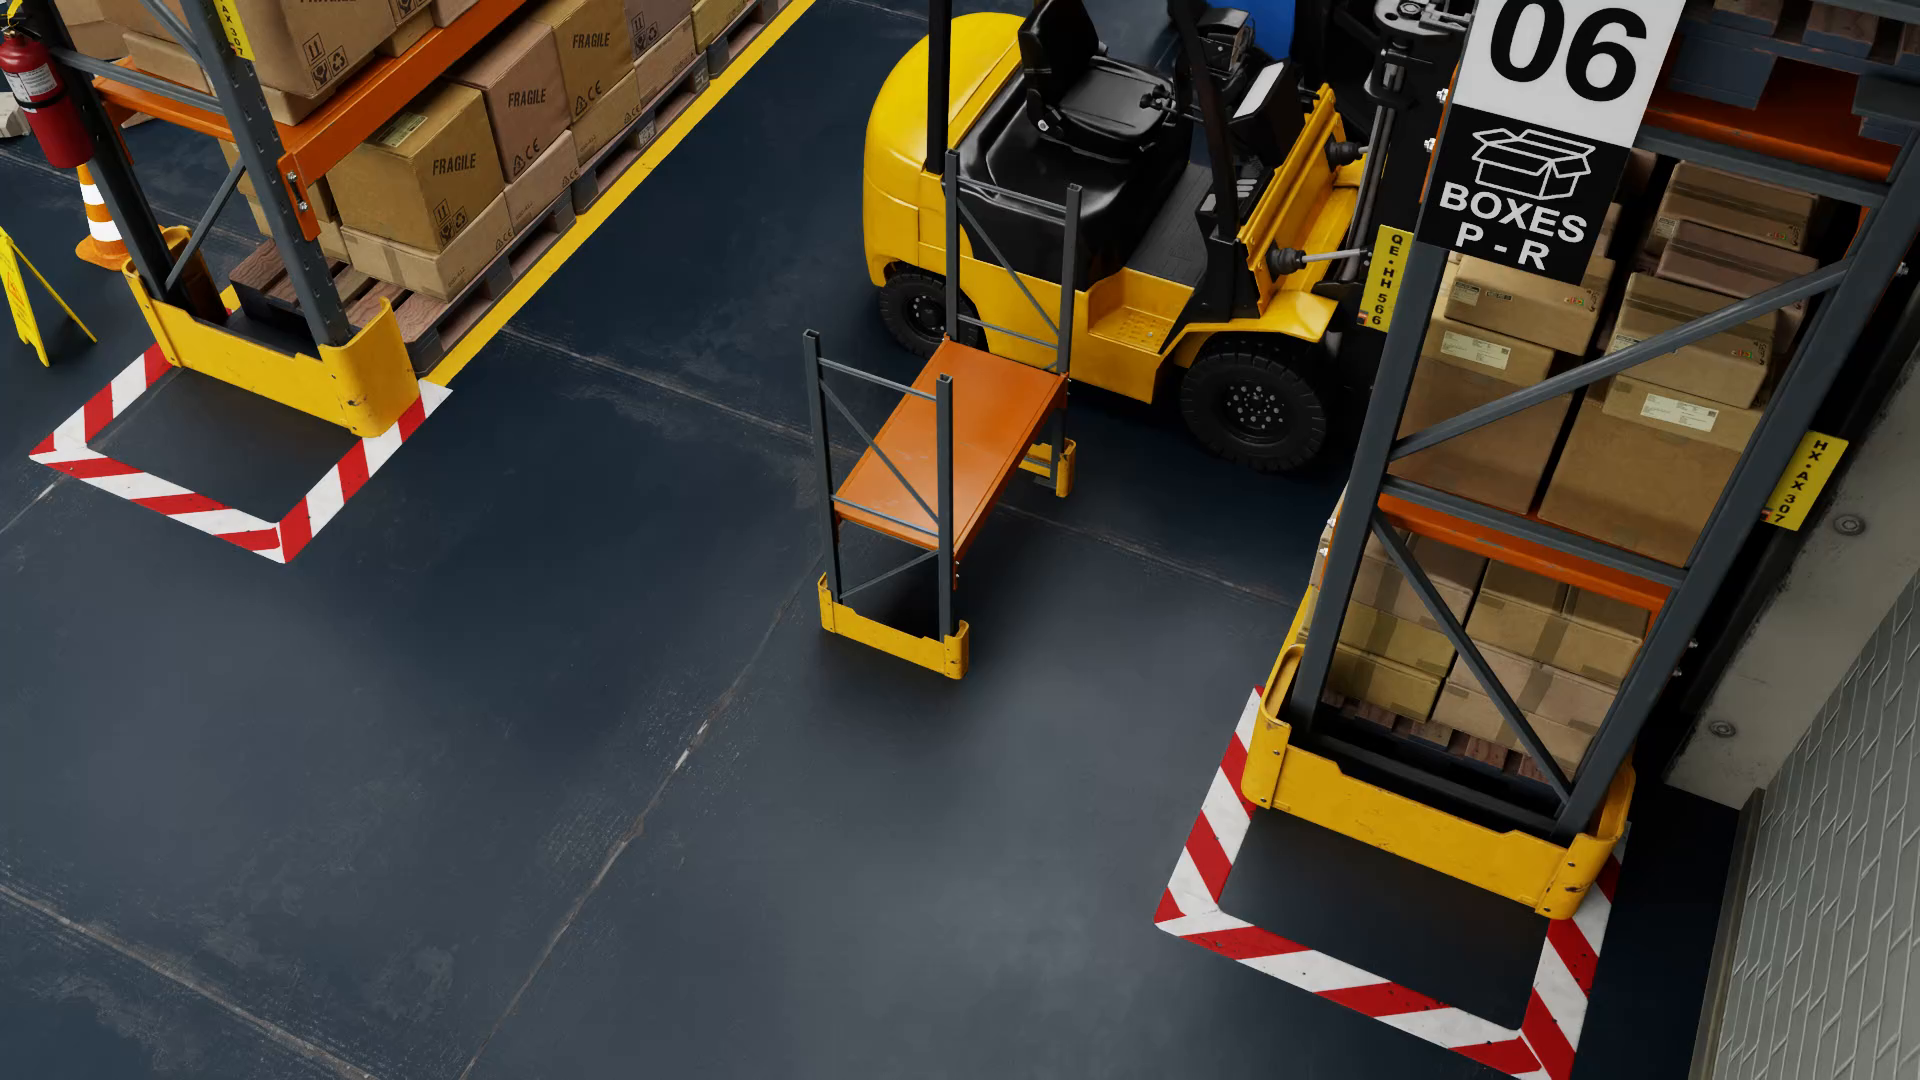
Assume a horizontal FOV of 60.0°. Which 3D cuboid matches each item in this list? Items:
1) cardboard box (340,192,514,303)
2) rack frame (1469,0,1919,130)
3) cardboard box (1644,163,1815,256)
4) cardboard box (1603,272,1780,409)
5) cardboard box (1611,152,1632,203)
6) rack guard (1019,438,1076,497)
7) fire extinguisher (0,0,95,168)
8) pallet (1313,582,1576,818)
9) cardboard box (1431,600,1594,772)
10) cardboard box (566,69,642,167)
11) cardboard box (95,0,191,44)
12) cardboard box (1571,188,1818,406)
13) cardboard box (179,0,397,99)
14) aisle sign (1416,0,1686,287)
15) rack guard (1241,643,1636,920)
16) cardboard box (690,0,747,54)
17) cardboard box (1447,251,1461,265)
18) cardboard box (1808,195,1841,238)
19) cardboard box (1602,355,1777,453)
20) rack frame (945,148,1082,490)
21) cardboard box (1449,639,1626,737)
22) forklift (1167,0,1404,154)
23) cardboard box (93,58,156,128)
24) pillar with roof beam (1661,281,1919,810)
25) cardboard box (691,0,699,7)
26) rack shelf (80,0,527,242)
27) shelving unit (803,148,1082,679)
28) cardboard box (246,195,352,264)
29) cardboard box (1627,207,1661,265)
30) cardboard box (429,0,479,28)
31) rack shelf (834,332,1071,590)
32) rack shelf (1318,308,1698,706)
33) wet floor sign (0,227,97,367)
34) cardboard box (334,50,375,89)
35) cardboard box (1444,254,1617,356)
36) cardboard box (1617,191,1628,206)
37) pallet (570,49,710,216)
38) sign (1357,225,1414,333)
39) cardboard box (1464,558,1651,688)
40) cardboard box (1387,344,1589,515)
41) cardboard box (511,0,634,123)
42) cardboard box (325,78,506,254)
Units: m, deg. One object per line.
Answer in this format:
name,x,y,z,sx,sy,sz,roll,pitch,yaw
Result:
cardboard box,-2.321,-1.347,7.271,0.500,0.250,0.500,19,52,16
rack frame,1.574,-1.968,2.331,1.000,3.000,0.127,20,52,16
cardboard box,2.153,-0.880,4.658,0.380,0.149,0.250,21,53,17
cardboard box,1.911,-0.524,4.355,0.380,0.149,0.250,19,52,15
cardboard box,1.701,-1.047,4.799,0.380,0.149,0.250,21,53,17
rack guard,0.180,-0.371,6.717,0.587,0.250,0.087,20,52,16
fire extinguisher,-3.381,-1.682,6.078,0.296,0.674,0.183,20,52,16
pallet,1.863,0.340,6.137,1.003,0.211,1.213,20,52,16
cardboard box,1.961,0.457,5.737,0.500,0.250,0.500,20,52,16
cardboard box,-1.874,-2.075,7.891,0.500,0.250,0.500,23,53,18
cardboard box,-2.933,-2.228,6.231,0.500,0.500,0.500,19,52,15
cardboard box,2.239,-0.673,5.102,0.500,0.500,0.500,21,53,17
cardboard box,-2.462,-2.001,6.037,0.500,0.500,0.500,19,52,16
aisle sign,1.281,-0.916,3.668,0.394,0.787,0.004,20,52,16
rack guard,1.564,0.803,5.554,1.175,0.500,0.348,20,52,16
cardboard box,-1.434,-2.771,8.483,0.500,0.250,0.500,19,52,15
cardboard box,1.551,-0.782,4.769,0.380,0.149,0.250,21,53,17
cardboard box,2.456,-1.092,5.033,0.380,0.149,0.250,20,53,16
cardboard box,1.954,-0.415,4.457,0.380,0.149,0.250,19,52,15
rack frame,0.181,-0.777,6.242,0.500,1.500,0.032,20,52,16
cardboard box,1.963,0.313,5.531,0.500,0.250,0.500,21,53,17
forklift,2.255,-2.931,7.135,1.130,2.935,3.031,-23,53,-18
cardboard box,-4.182,-2.272,8.400,0.250,0.149,0.380,-28,55,-22
pillar with roof beam,-1.206,-3.555,3.681,9.100,9.000,0.400,20,52,16
cardboard box,-1.432,-3.033,8.214,0.500,0.500,0.500,21,53,17
rack shelf,-2.061,-2.780,7.434,1.077,0.370,4.000,20,52,16
shelving unit,-0.033,-0.434,5.949,0.587,1.500,1.083,20,52,16
cardboard box,-2.803,-1.542,7.437,0.500,0.250,0.500,20,52,16
cardboard box,2.116,-0.779,4.766,0.380,0.149,0.250,19,52,15
cardboard box,-2.151,-2.216,6.646,0.380,0.149,0.250,21,53,17
rack shelf,-0.036,-0.311,6.081,0.538,0.185,1.000,20,52,16
rack shelf,2.429,-1.168,6.062,1.077,0.370,4.000,20,52,16
wet floor sign,-3.964,-1.090,7.069,0.232,0.644,0.267,-37,59,-27
cardboard box,-2.488,-1.900,6.377,0.380,0.149,0.250,21,53,17
cardboard box,1.537,-0.678,4.485,0.380,0.149,0.250,20,52,16
cardboard box,1.834,-1.108,5.046,0.380,0.149,0.250,19,52,16
pallet,-1.981,-2.170,8.273,1.003,0.211,1.213,20,52,16
sign,1.090,-0.662,4.243,0.100,0.325,0.005,20,52,16
cardboard box,1.951,0.138,5.351,0.500,0.250,0.500,19,52,16
cardboard box,1.547,-0.480,4.939,0.500,0.500,0.500,19,52,15
cardboard box,-1.870,-2.310,7.599,0.500,0.500,0.500,21,53,17
cardboard box,-2.311,-1.606,7.000,0.500,0.500,0.500,18,52,15
